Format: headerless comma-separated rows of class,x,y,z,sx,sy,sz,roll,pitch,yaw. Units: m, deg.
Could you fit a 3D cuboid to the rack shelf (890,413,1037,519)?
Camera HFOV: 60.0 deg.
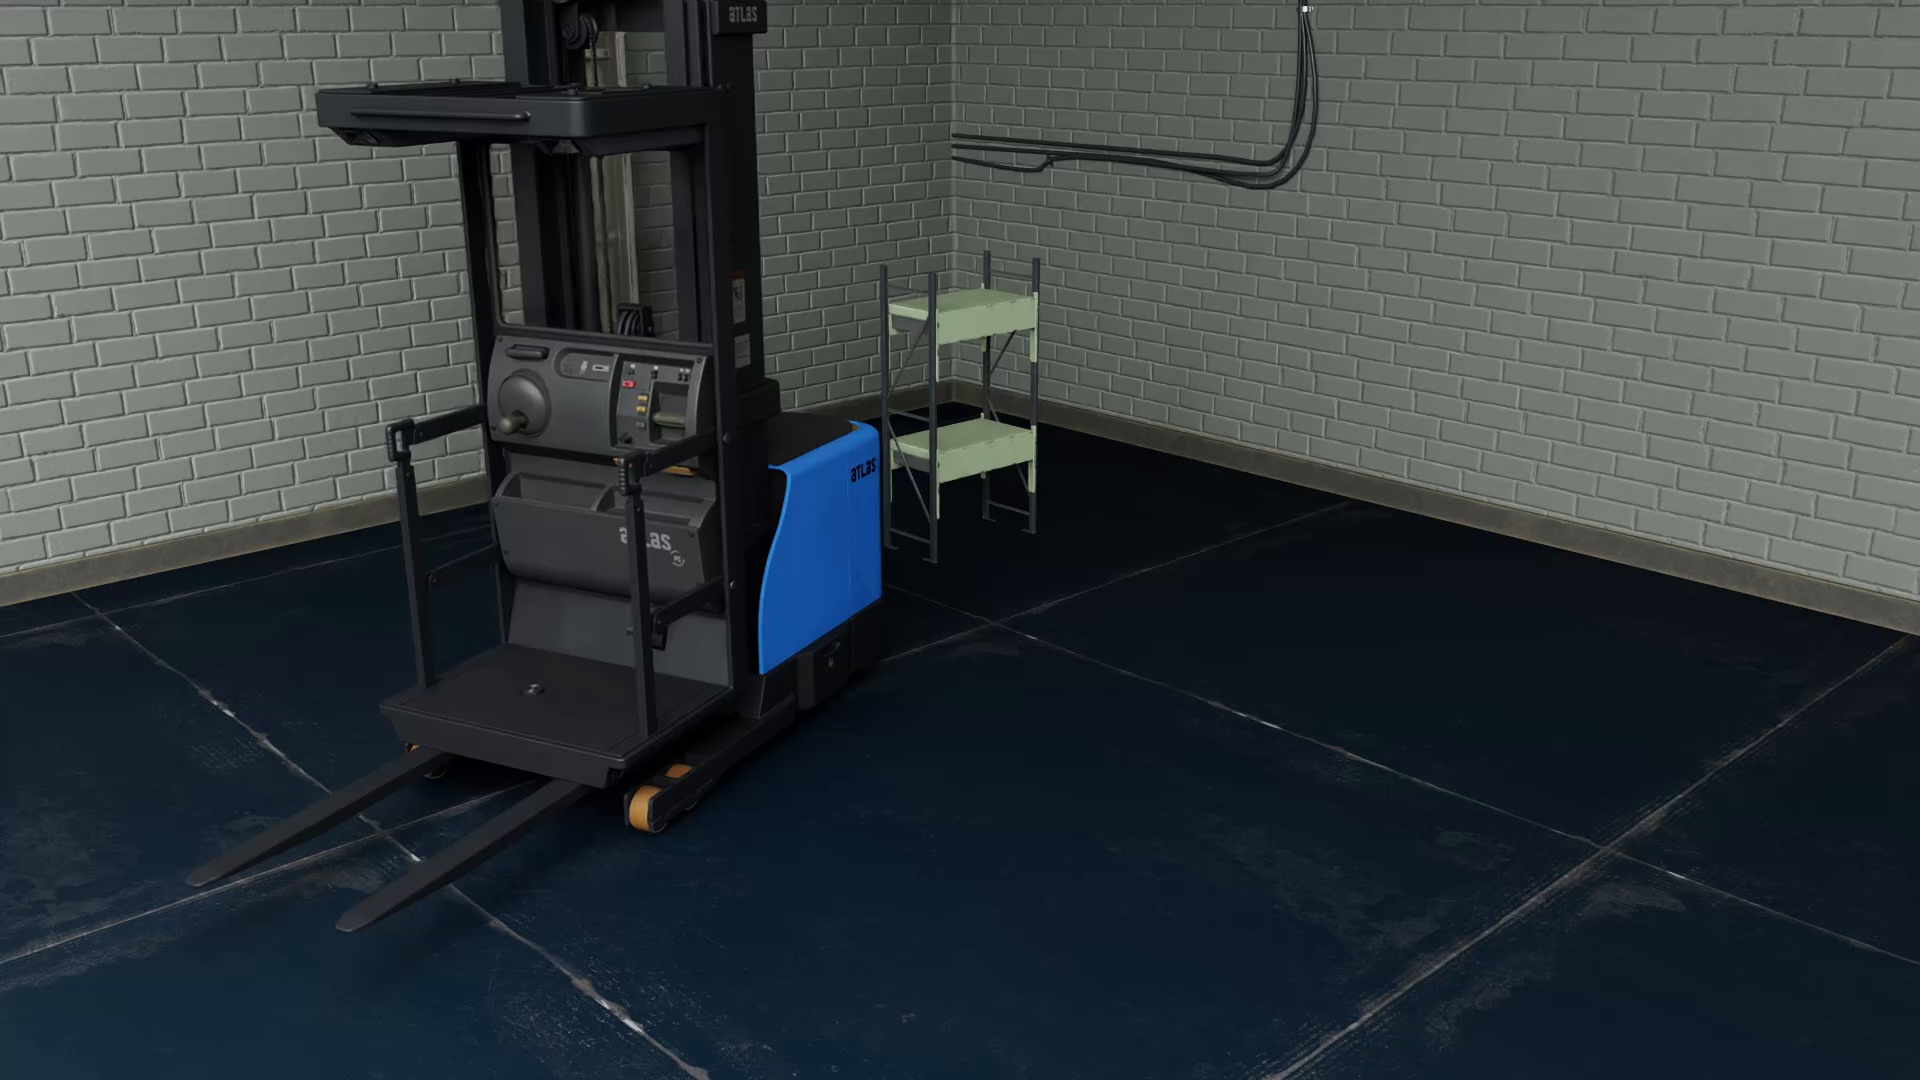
rack shelf,0.005,-0.405,8.858,0.720,0.370,0.431,-16,24,-41

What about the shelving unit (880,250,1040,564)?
shelving unit,0.005,-0.715,8.758,0.755,1.500,0.431,-16,24,-41

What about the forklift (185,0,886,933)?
forklift,-1.411,-0.521,5.839,1.130,2.935,3.031,8,20,24

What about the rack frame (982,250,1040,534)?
rack frame,0.271,-0.792,8.997,0.023,1.500,0.400,-16,24,-41

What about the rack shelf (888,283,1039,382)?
rack shelf,0.005,-1.086,8.637,0.720,0.370,0.431,-16,24,-41

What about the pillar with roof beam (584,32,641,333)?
pillar with roof beam,0.835,-3.670,5.714,0.400,9.000,9.100,-16,24,-41

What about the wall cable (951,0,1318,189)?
wall cable,0.926,-3.486,10.180,0.112,2.526,3.097,-16,24,-41

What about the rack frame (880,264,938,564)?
rack frame,-0.261,-0.637,8.519,0.023,1.500,0.400,-16,24,-41
